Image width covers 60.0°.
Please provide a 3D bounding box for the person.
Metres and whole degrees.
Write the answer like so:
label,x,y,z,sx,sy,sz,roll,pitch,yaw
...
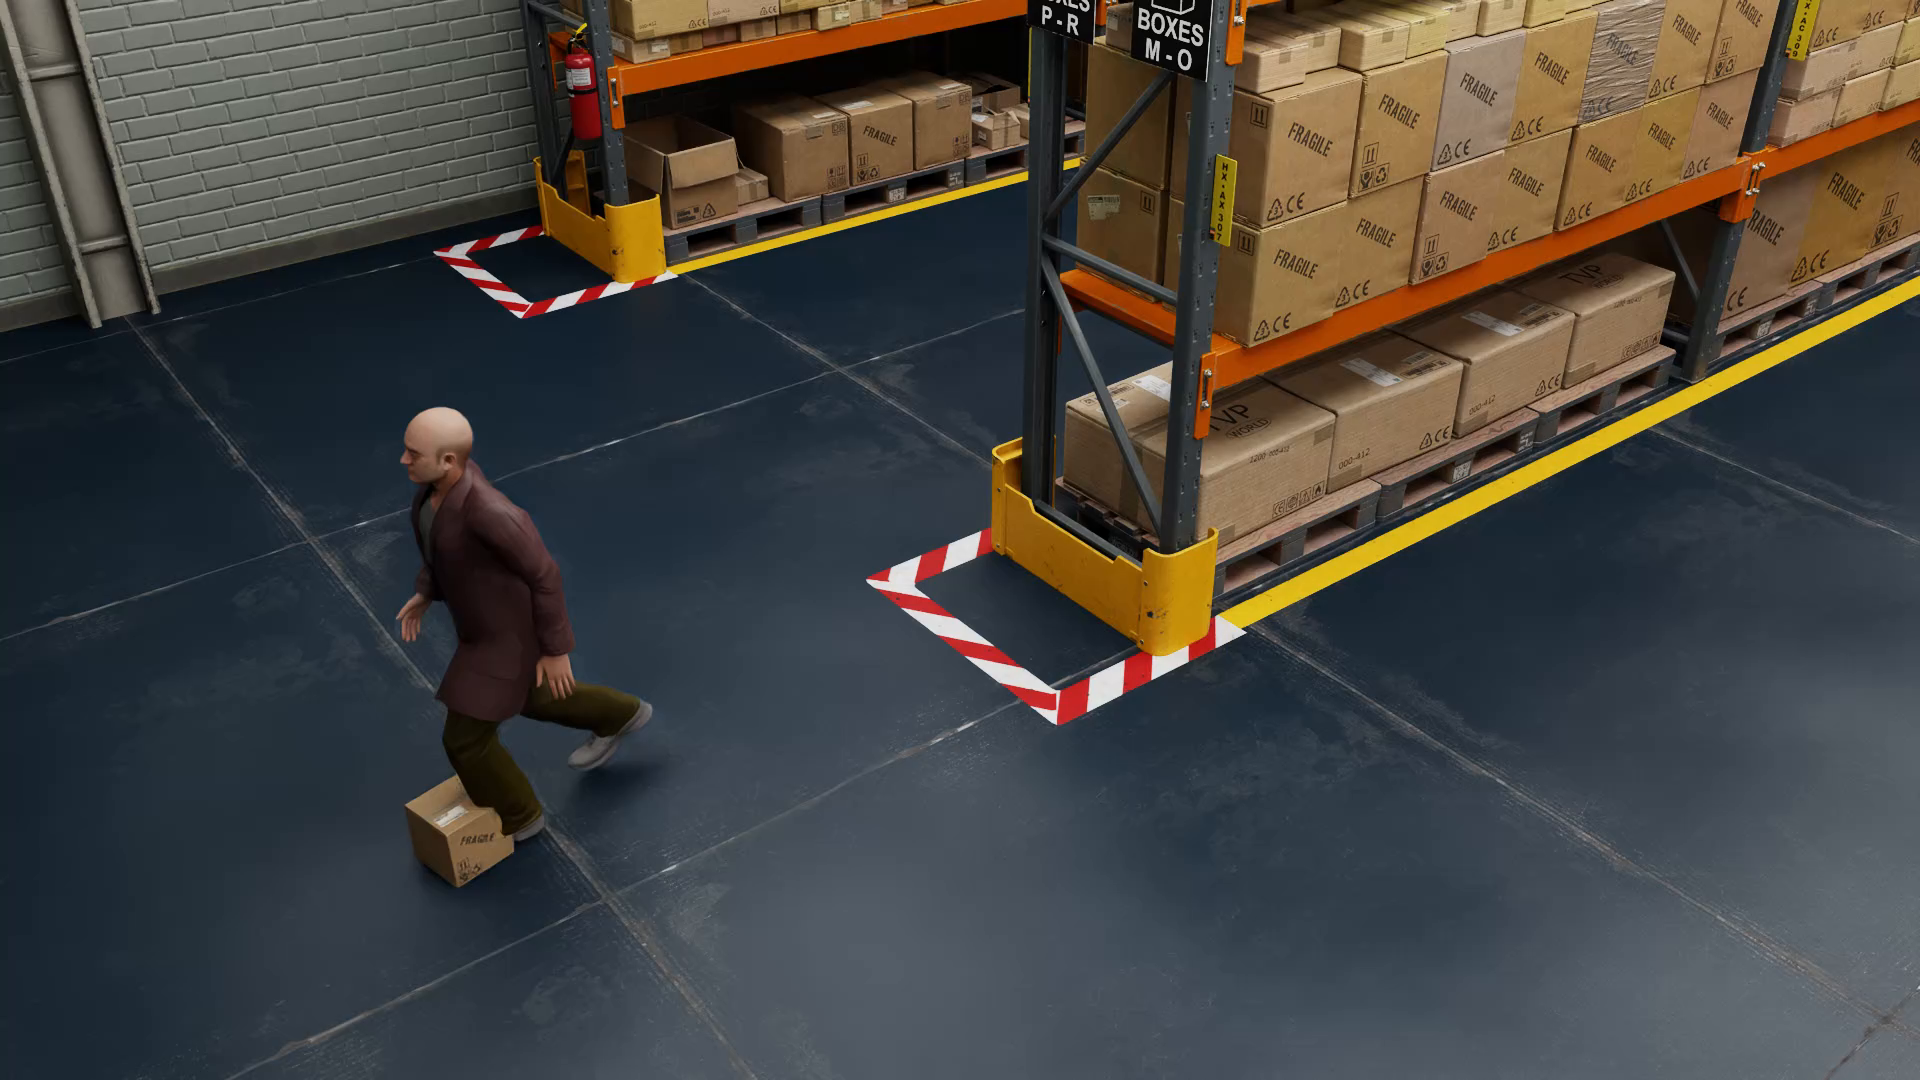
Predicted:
label,x,y,z,sx,sy,sz,roll,pitch,yaw
person,-1.491,0.263,5.737,0.890,1.721,0.667,-17,36,-25
